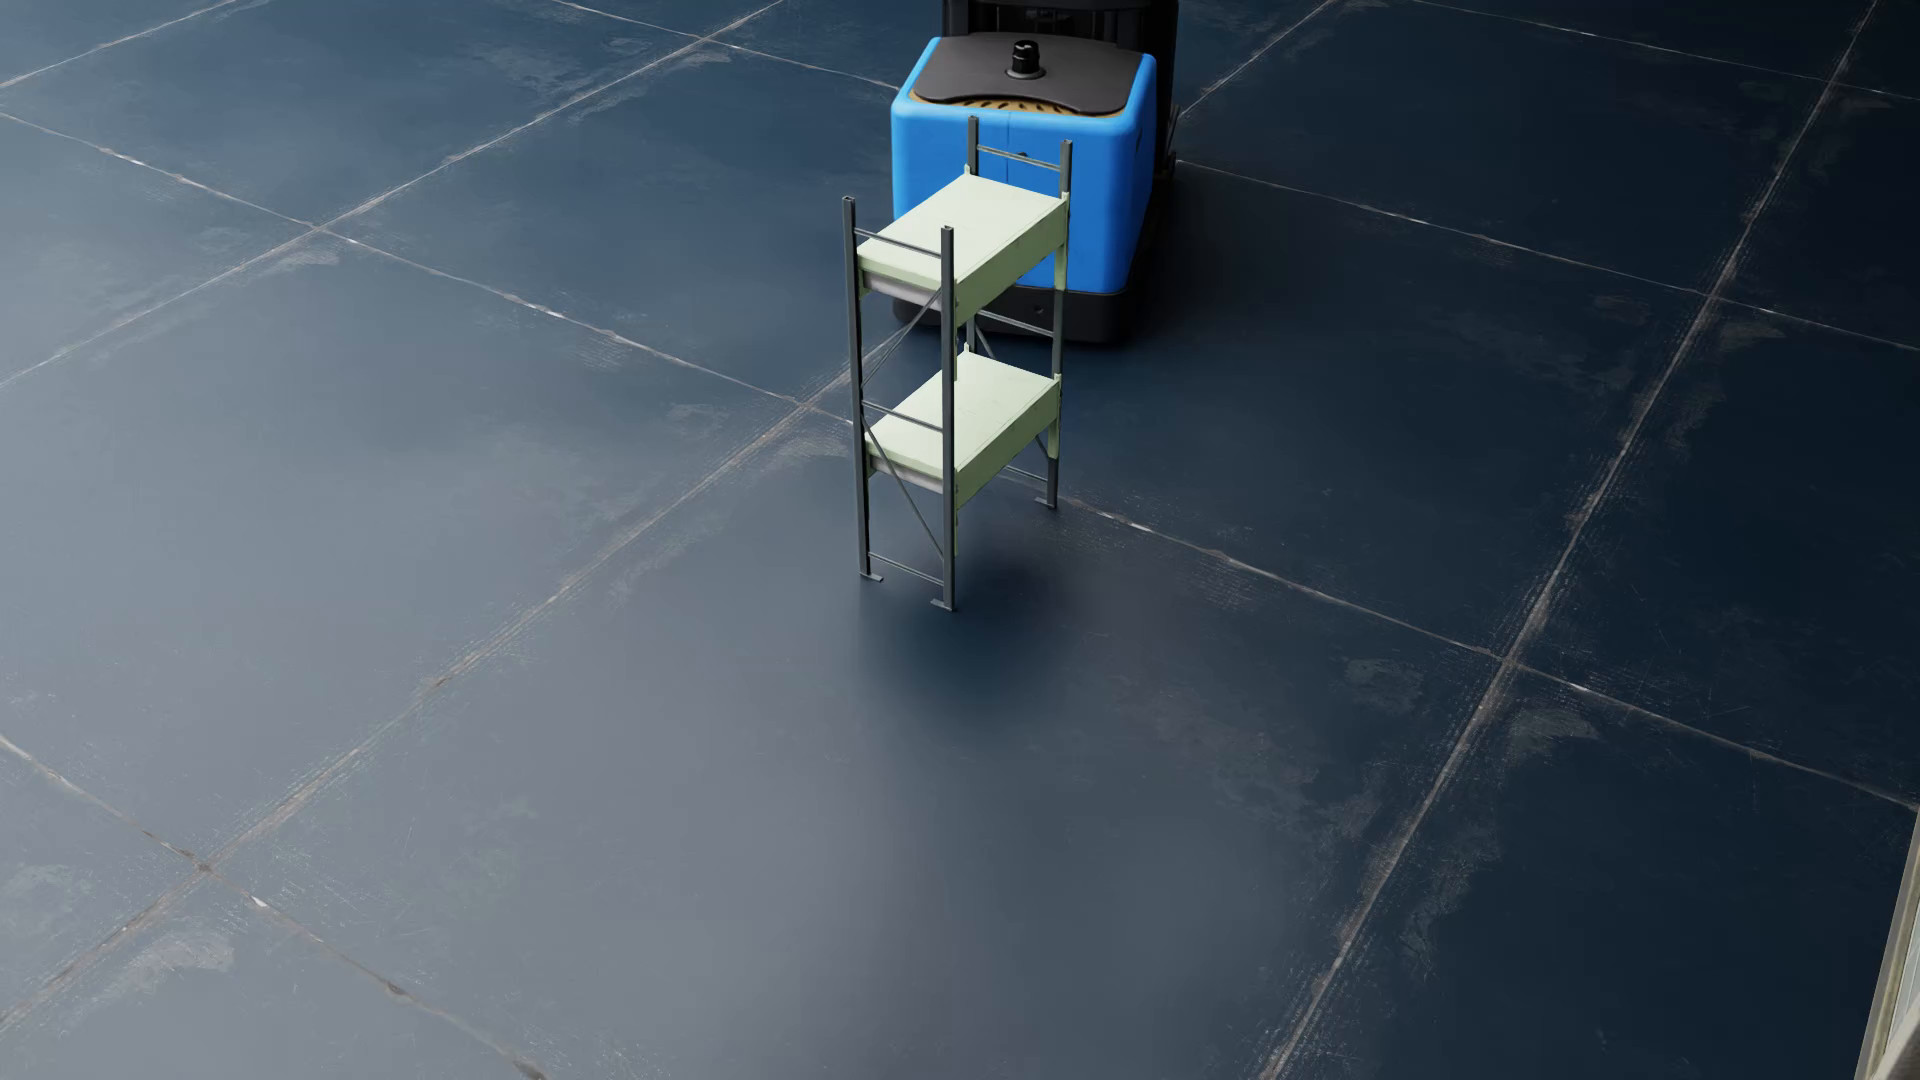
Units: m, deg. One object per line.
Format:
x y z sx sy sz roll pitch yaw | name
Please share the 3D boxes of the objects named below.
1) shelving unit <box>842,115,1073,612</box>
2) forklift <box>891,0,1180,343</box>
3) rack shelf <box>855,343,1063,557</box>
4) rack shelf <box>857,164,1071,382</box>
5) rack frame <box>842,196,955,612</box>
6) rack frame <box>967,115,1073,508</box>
0.004 -0.597 5.797 0.431 1.500 0.755 21 42 25 | shelving unit
0.507 -2.918 7.634 1.130 2.935 3.031 7 38 9 | forklift
0.004 -0.339 5.996 0.431 0.370 0.720 21 42 25 | rack shelf
0.004 -0.907 5.558 0.431 0.370 0.720 21 42 25 | rack shelf
-0.193 -0.409 5.552 0.400 1.500 0.023 21 42 25 | rack frame
0.200 -0.786 6.041 0.400 1.500 0.023 21 42 25 | rack frame
